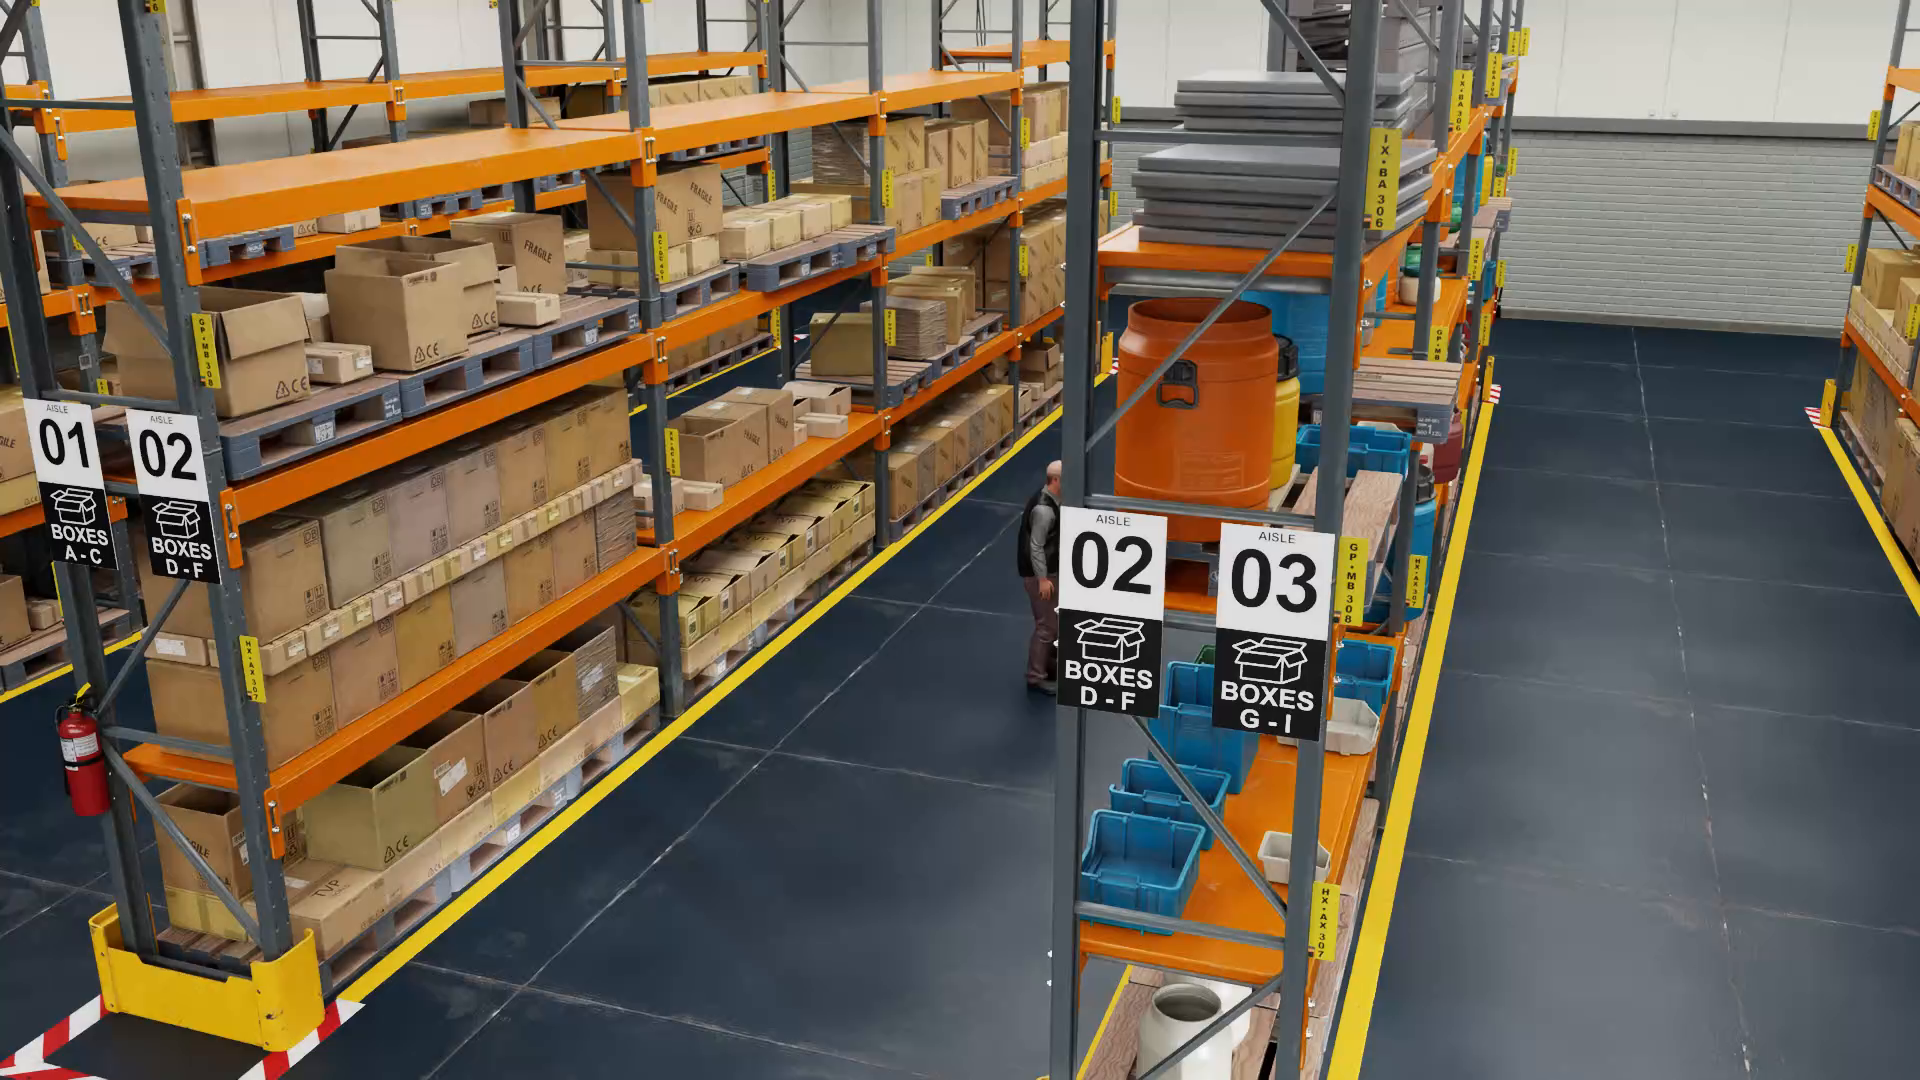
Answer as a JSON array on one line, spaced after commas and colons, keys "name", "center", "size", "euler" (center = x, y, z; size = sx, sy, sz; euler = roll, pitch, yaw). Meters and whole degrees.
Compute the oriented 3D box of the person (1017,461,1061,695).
[{"name": "person", "center": [0.640, 0.243, 12.314], "size": [0.427, 1.719, 0.582], "euler": [5, 19, 15]}]
